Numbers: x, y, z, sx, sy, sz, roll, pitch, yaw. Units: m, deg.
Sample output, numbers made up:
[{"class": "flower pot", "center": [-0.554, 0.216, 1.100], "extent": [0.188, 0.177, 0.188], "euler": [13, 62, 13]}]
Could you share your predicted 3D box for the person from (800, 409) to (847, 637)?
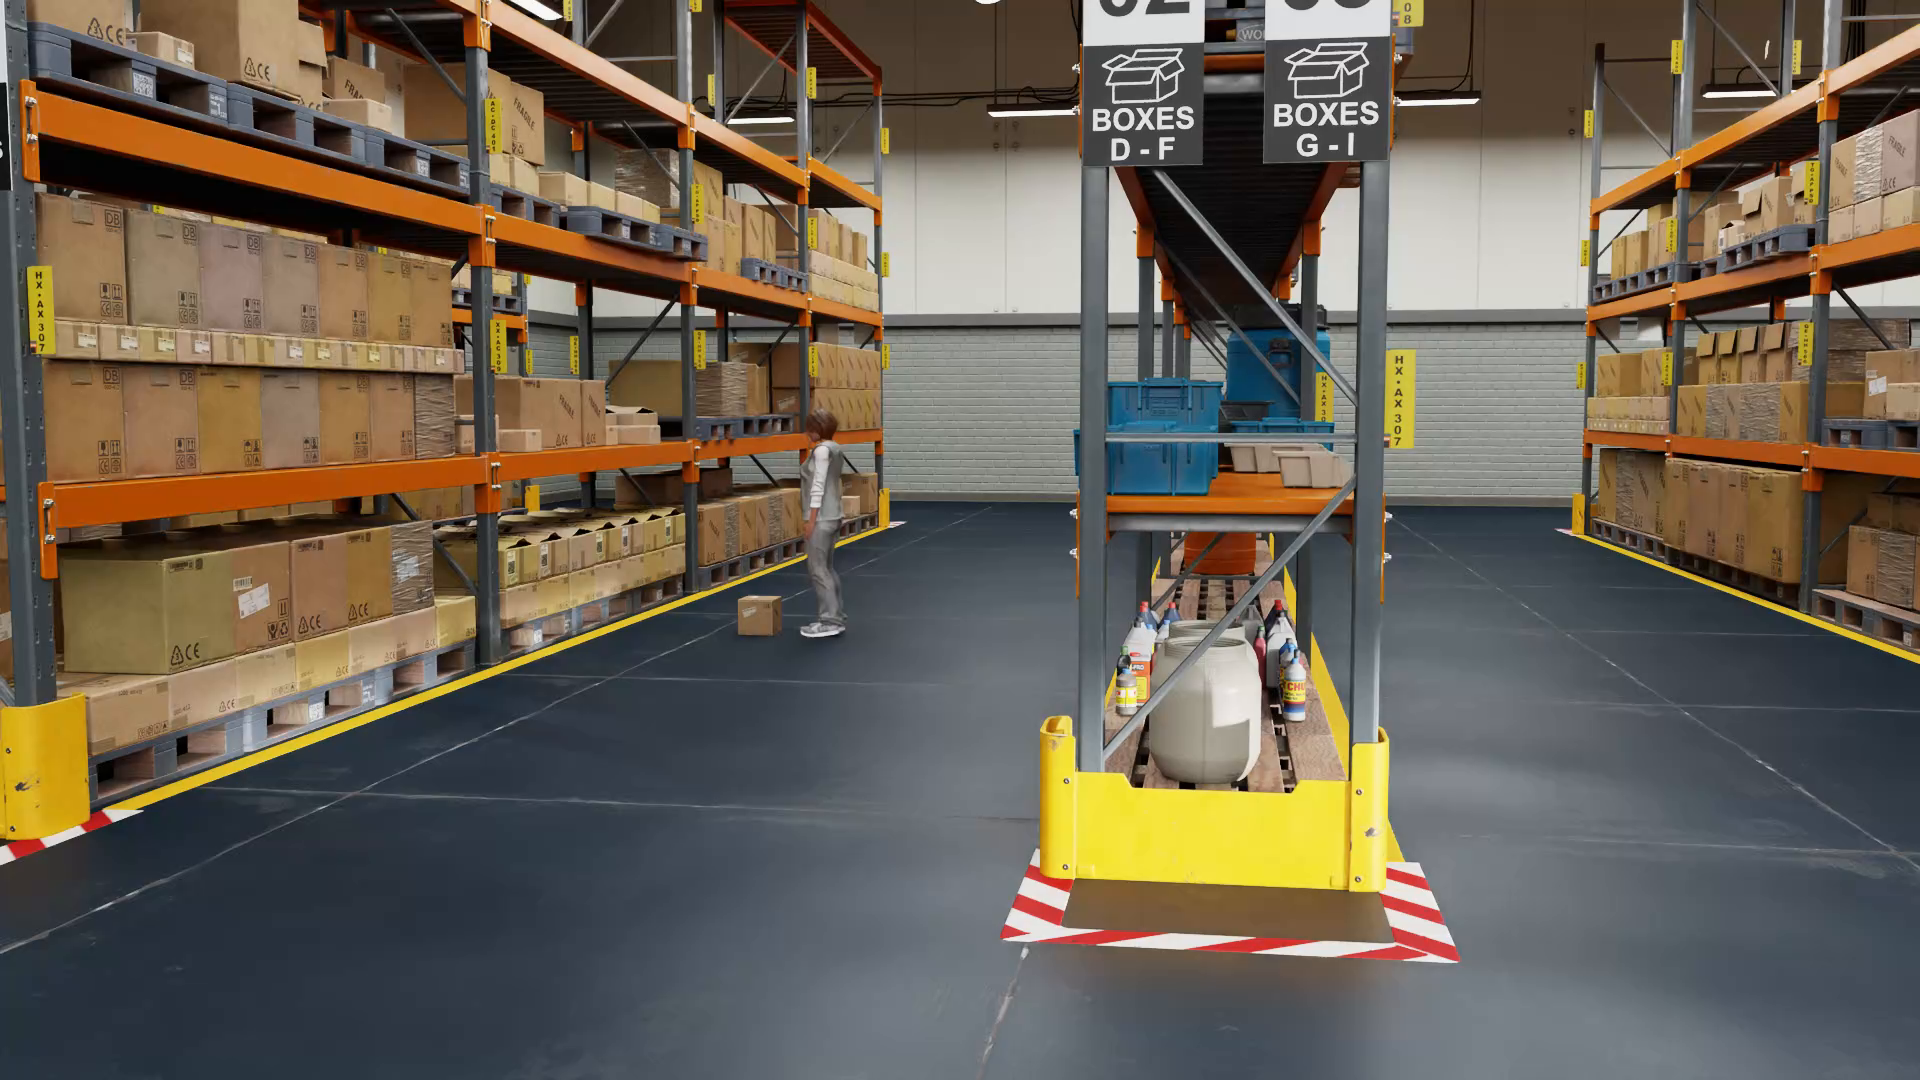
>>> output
[{"class": "person", "center": [-0.965, -0.115, 11.671], "extent": [0.299, 1.582, 0.407], "euler": [1, 5, 10]}]
